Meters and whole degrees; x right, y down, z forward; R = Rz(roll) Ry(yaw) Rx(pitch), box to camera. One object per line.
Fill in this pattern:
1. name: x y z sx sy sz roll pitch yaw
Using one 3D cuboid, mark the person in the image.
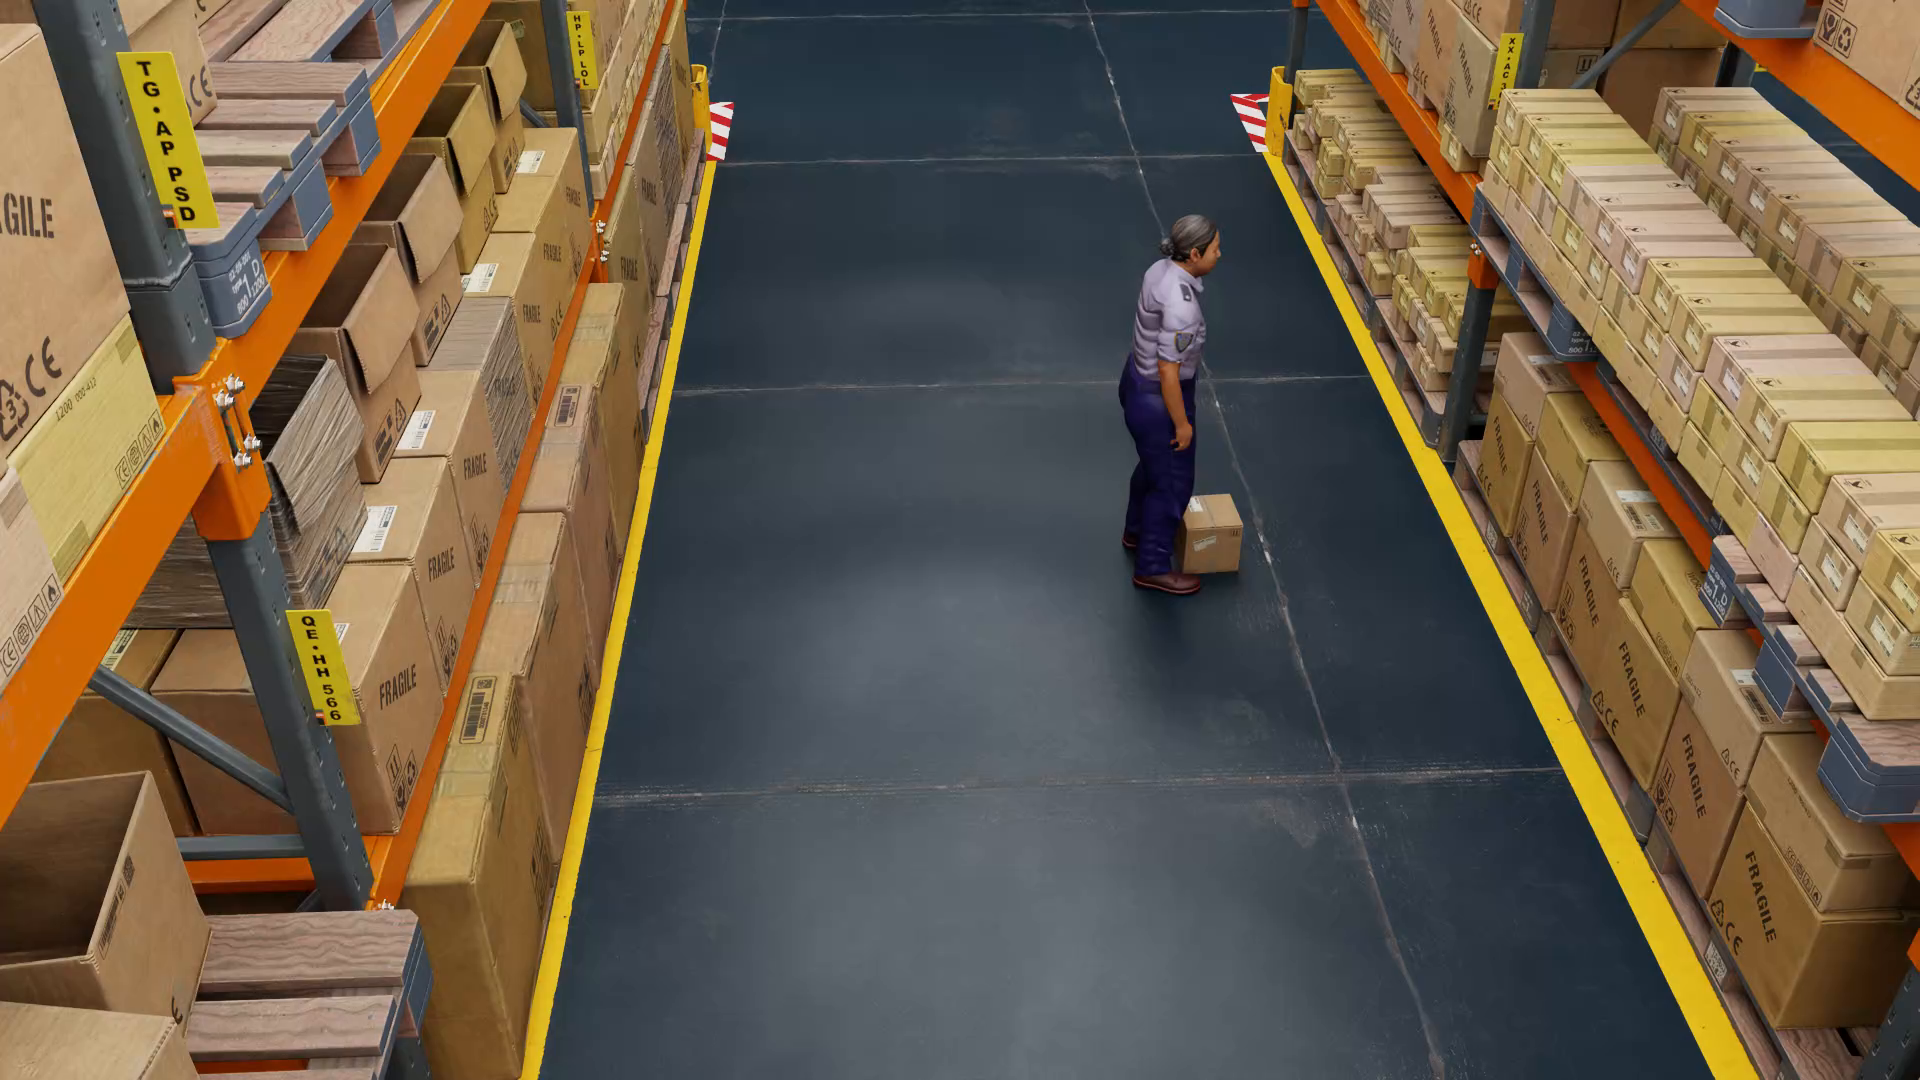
1. person: 0.861 -0.582 6.970 0.368 1.652 0.541 -2 35 -2
